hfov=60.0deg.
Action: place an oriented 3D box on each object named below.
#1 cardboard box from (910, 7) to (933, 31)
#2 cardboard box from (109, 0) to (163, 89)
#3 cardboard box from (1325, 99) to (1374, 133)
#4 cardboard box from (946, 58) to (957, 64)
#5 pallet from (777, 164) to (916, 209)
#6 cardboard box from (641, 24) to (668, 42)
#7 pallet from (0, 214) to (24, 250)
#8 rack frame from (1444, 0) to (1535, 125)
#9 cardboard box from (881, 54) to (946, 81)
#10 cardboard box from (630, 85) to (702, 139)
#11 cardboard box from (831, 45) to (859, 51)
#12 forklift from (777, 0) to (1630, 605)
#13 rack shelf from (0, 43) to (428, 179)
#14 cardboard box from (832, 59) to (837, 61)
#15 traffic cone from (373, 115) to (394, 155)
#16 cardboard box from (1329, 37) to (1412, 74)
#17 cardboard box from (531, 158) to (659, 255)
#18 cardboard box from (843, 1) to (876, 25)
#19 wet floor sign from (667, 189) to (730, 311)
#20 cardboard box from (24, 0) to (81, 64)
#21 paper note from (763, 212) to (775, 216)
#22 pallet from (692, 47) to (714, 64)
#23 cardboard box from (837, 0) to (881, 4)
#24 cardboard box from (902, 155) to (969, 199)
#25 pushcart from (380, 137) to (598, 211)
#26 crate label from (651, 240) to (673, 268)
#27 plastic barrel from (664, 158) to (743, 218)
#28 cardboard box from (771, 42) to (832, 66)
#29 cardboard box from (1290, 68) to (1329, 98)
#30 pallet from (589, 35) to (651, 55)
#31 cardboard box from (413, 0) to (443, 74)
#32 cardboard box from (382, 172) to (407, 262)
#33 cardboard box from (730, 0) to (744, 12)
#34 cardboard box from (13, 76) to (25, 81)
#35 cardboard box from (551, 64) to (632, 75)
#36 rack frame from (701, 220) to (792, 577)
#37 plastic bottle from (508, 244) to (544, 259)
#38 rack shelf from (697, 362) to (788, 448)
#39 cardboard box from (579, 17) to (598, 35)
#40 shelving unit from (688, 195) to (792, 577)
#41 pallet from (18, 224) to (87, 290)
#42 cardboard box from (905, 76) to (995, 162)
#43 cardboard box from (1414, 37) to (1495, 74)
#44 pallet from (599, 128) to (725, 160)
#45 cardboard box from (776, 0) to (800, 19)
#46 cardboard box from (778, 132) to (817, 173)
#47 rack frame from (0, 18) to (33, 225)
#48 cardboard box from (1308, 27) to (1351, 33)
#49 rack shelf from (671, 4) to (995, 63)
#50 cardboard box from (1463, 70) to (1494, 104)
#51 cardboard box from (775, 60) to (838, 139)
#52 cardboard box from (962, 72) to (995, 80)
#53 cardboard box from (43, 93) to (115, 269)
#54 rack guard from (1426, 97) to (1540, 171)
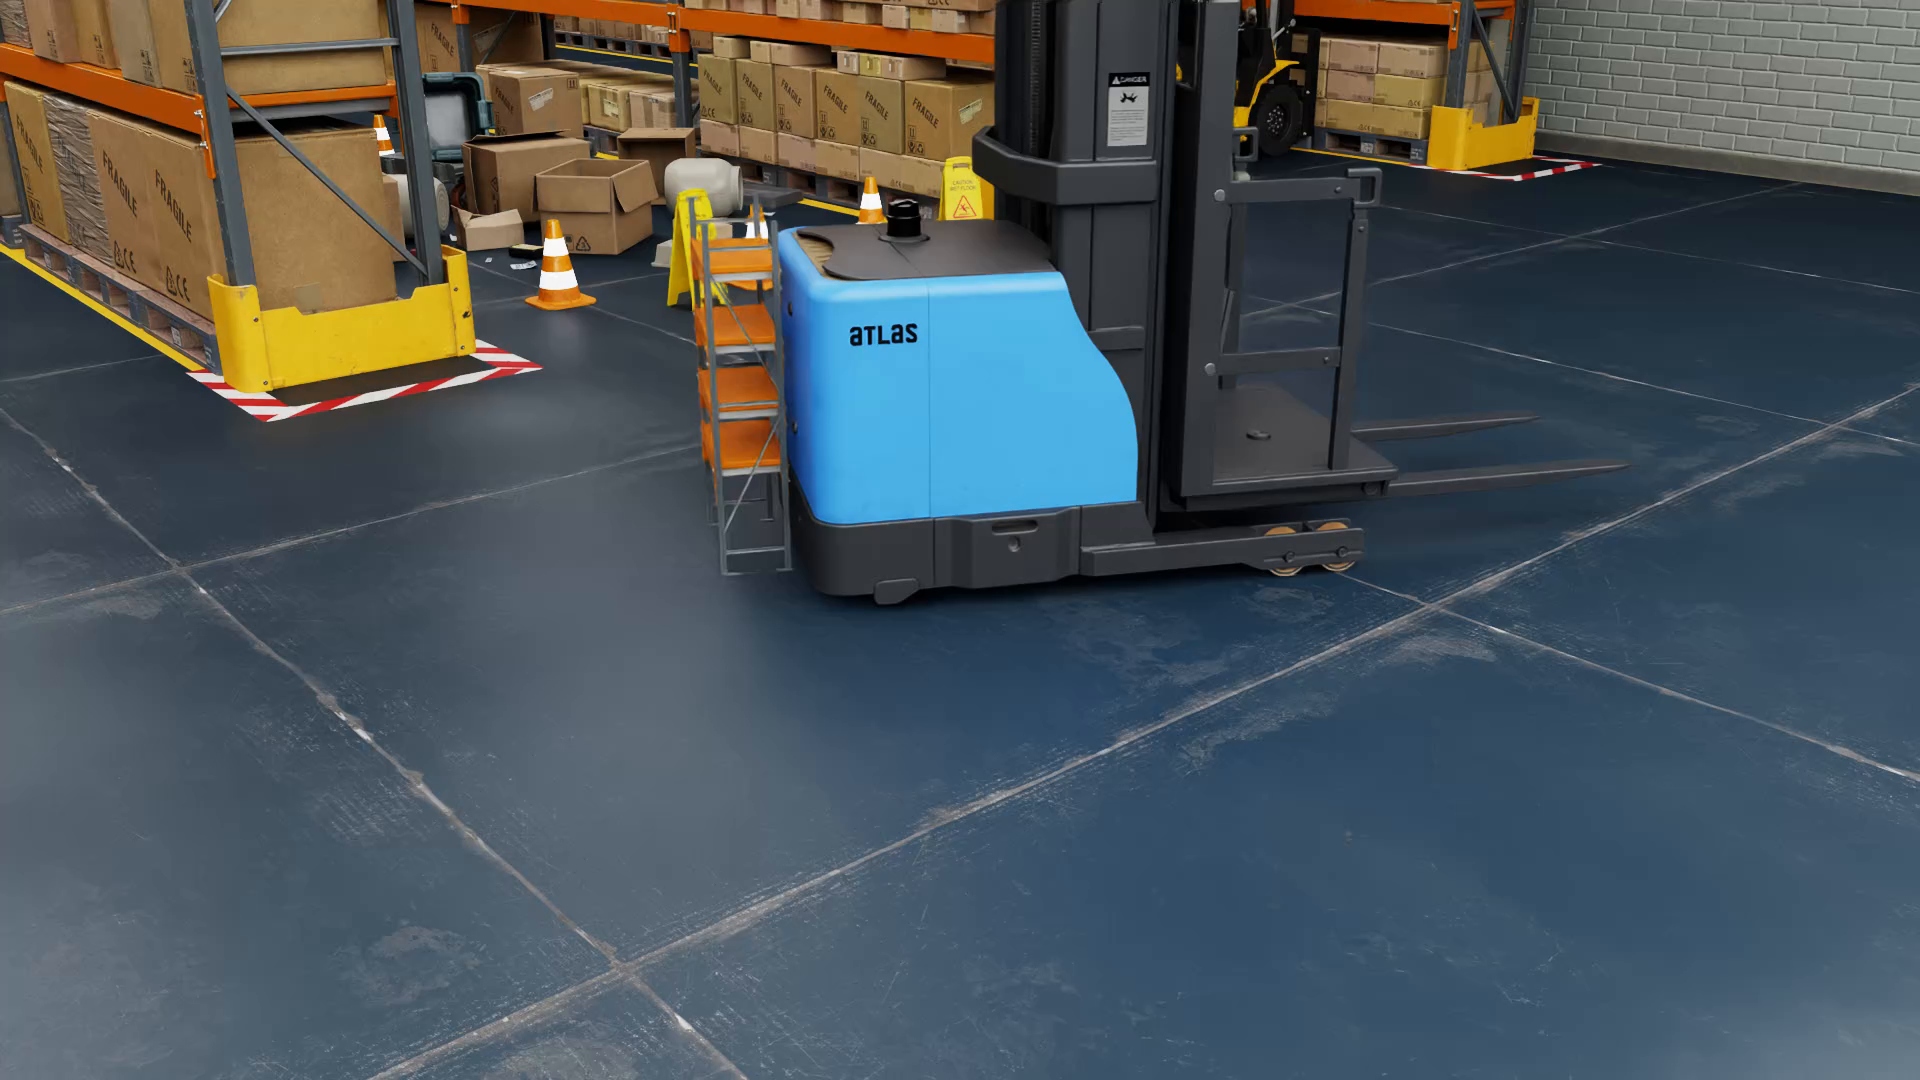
[{"bbox_3d":[-0.115,-3.522,11.209,0.380,0.149,0.250,-18,28,-38],"label":"cardboard box"},{"bbox_3d":[-3.645,-2.570,8.226,0.875,0.550,0.550,-17,27,-37],"label":"cardboard box"},{"bbox_3d":[3.586,-3.760,14.665,0.500,0.250,0.500,-17,27,-37],"label":"cardboard box"},{"bbox_3d":[0.057,-5.596,18.839,0.875,0.625,0.625,-16,27,-36],"label":"cardboard box"},{"bbox_3d":[-0.654,-2.760,12.741,1.003,0.211,1.213,-17,27,-37],"label":"pallet"},{"bbox_3d":[-4.203,-7.071,23.097,0.396,0.266,0.258,-16,27,-36],"label":"cardboard box"},{"bbox_3d":[-6.164,-2.263,11.473,1.003,0.211,1.213,-17,27,-37],"label":"pallet"},{"bbox_3d":[4.449,-4.650,13.744,1.000,3.000,0.127,-17,27,-37],"label":"rack frame"},{"bbox_3d":[-0.320,-3.279,11.519,0.380,0.149,0.250,-16,27,-36],"label":"cardboard box"},{"bbox_3d":[-2.264,-3.689,14.317,0.950,0.372,0.625,-17,27,-37],"label":"cardboard box"},{"bbox_3d":[-1.212,-5.958,19.934,0.500,0.500,0.500,-16,27,-36],"label":"cardboard box"},{"bbox_3d":[0.901,-1.423,5.597,3.031,2.935,1.130,-5,22,-12],"label":"forklift"},{"bbox_3d":[-4.298,-2.479,9.186,1.077,0.370,4.000,-17,27,-37],"label":"rack shelf"},{"bbox_3d":[-0.663,-3.457,12.863,0.500,0.500,0.500,-16,26,-35],"label":"cardboard box"},{"bbox_3d":[-4.737,-3.243,13.629,0.336,0.463,0.334,-17,27,-37],"label":"traffic cone"},{"bbox_3d":[3.575,-4.224,14.478,0.500,0.250,0.500,-17,27,-36],"label":"cardboard box"},{"bbox_3d":[-2.373,-2.188,10.880,0.637,0.503,0.797,3,22,9],"label":"cardboard box"},{"bbox_3d":[-0.603,-3.740,11.763,0.380,0.149,0.250,-18,28,-38],"label":"cardboard box"},{"bbox_3d":[-1.474,-1.628,9.257,0.232,0.644,0.267,17,27,36],"label":"wet floor sign"},{"bbox_3d":[-4.714,-3.013,9.359,0.875,0.550,0.550,-17,27,-37],"label":"cardboard box"},{"bbox_3d":[-1.415,-2.343,11.924,0.148,0.019,0.142,12,24,27],"label":"paper note"},{"bbox_3d":[-2.824,-6.451,22.166,1.003,0.211,1.213,-17,27,-37],"label":"pallet"},{"bbox_3d":[-0.519,-4.015,11.578,0.500,0.500,0.500,-18,27,-38],"label":"cardboard box"},{"bbox_3d":[-0.056,-2.549,11.573,0.500,0.250,0.500,-18,27,-38],"label":"cardboard box"},{"bbox_3d":[-3.614,-2.795,12.603,0.936,0.377,1.648,12,24,27],"label":"pushcart"},{"bbox_3d":[-1.746,-1.791,10.368,0.298,0.136,0.250,7,23,18],"label":"crate label"},{"bbox_3d":[-1.804,-2.478,11.731,0.512,0.421,0.421,0,21,-1],"label":"plastic barrel"},{"bbox_3d":[-1.188,-3.648,12.461,0.380,0.149,0.250,-16,26,-34],"label":"cardboard box"},{"bbox_3d":[3.223,-4.137,14.942,0.500,0.250,0.500,-18,28,-39],"label":"cardboard box"},{"bbox_3d":[-4.632,-7.194,24.063,1.003,0.211,1.213,-17,27,-37],"label":"pallet"},{"bbox_3d":[-5.498,-5.342,17.848,0.875,0.875,0.875,-17,27,-37],"label":"cardboard box"},{"bbox_3d":[-3.813,-2.019,10.450,0.500,0.500,0.500,-12,25,-28],"label":"cardboard box"},{"bbox_3d":[-1.556,-4.169,12.859,0.380,0.149,0.250,-18,27,-38],"label":"cardboard box"},{"bbox_3d":[-6.704,-2.932,11.866,1.050,0.750,0.750,-17,27,-37],"label":"cardboard box"},{"bbox_3d":[-3.682,-4.289,15.850,0.950,0.372,0.625,-18,28,-38],"label":"cardboard box"},{"bbox_3d":[-0.697,-0.446,5.478,0.240,1.200,0.015,-5,22,-12],"label":"rack frame"},{"bbox_3d":[-2.780,-1.843,10.605,0.283,0.061,0.133,12,24,27],"label":"plastic bottle"},{"bbox_3d":[-0.754,-0.470,5.724,0.258,0.148,0.480,-5,22,-12],"label":"rack shelf"},{"bbox_3d":[-5.139,-7.665,24.294,0.700,0.500,0.500,-16,27,-35],"label":"cardboard box"},{"bbox_3d":[-0.754,-0.533,5.699,0.258,1.200,0.503,-5,22,-12],"label":"shelving unit"},{"bbox_3d":[-5.167,-1.839,10.390,1.003,0.211,1.213,-17,27,-37],"label":"pallet"},{"bbox_3d":[-0.029,-2.891,11.419,0.500,0.500,0.500,-17,27,-37],"label":"cardboard box"},{"bbox_3d":[4.279,-4.209,14.440,0.500,0.250,0.500,-18,28,-38],"label":"cardboard box"},{"bbox_3d":[-2.429,-3.489,14.603,1.003,0.211,1.213,-17,27,-37],"label":"pallet"},{"bbox_3d":[-1.129,-3.937,12.266,0.380,0.149,0.250,-17,27,-37],"label":"cardboard box"},{"bbox_3d":[-1.034,-2.970,12.648,0.500,0.250,0.500,-18,28,-38],"label":"cardboard box"},{"bbox_3d":[-5.604,-3.366,10.466,1.000,3.000,0.127,-17,27,-37],"label":"rack frame"},{"bbox_3d":[3.302,-4.630,15.515,0.500,0.250,0.500,-18,28,-38],"label":"cardboard box"},{"bbox_3d":[-0.614,-3.685,12.266,1.077,0.370,4.000,-17,27,-37],"label":"rack shelf"},{"bbox_3d":[4.300,-3.978,14.535,0.500,0.250,0.500,-17,27,-36],"label":"cardboard box"},{"bbox_3d":[-1.044,-3.321,12.516,0.500,0.500,0.500,-16,26,-35],"label":"cardboard box"},{"bbox_3d":[0.358,-3.027,11.766,0.500,0.500,0.500,-19,28,-39],"label":"cardboard box"},{"bbox_3d":[-4.655,-2.134,9.657,0.875,0.875,0.875,-17,27,-37],"label":"cardboard box"},{"bbox_3d":[4.465,-3.480,14.183,1.175,0.500,0.348,-17,27,-37],"label":"rack guard"}]
